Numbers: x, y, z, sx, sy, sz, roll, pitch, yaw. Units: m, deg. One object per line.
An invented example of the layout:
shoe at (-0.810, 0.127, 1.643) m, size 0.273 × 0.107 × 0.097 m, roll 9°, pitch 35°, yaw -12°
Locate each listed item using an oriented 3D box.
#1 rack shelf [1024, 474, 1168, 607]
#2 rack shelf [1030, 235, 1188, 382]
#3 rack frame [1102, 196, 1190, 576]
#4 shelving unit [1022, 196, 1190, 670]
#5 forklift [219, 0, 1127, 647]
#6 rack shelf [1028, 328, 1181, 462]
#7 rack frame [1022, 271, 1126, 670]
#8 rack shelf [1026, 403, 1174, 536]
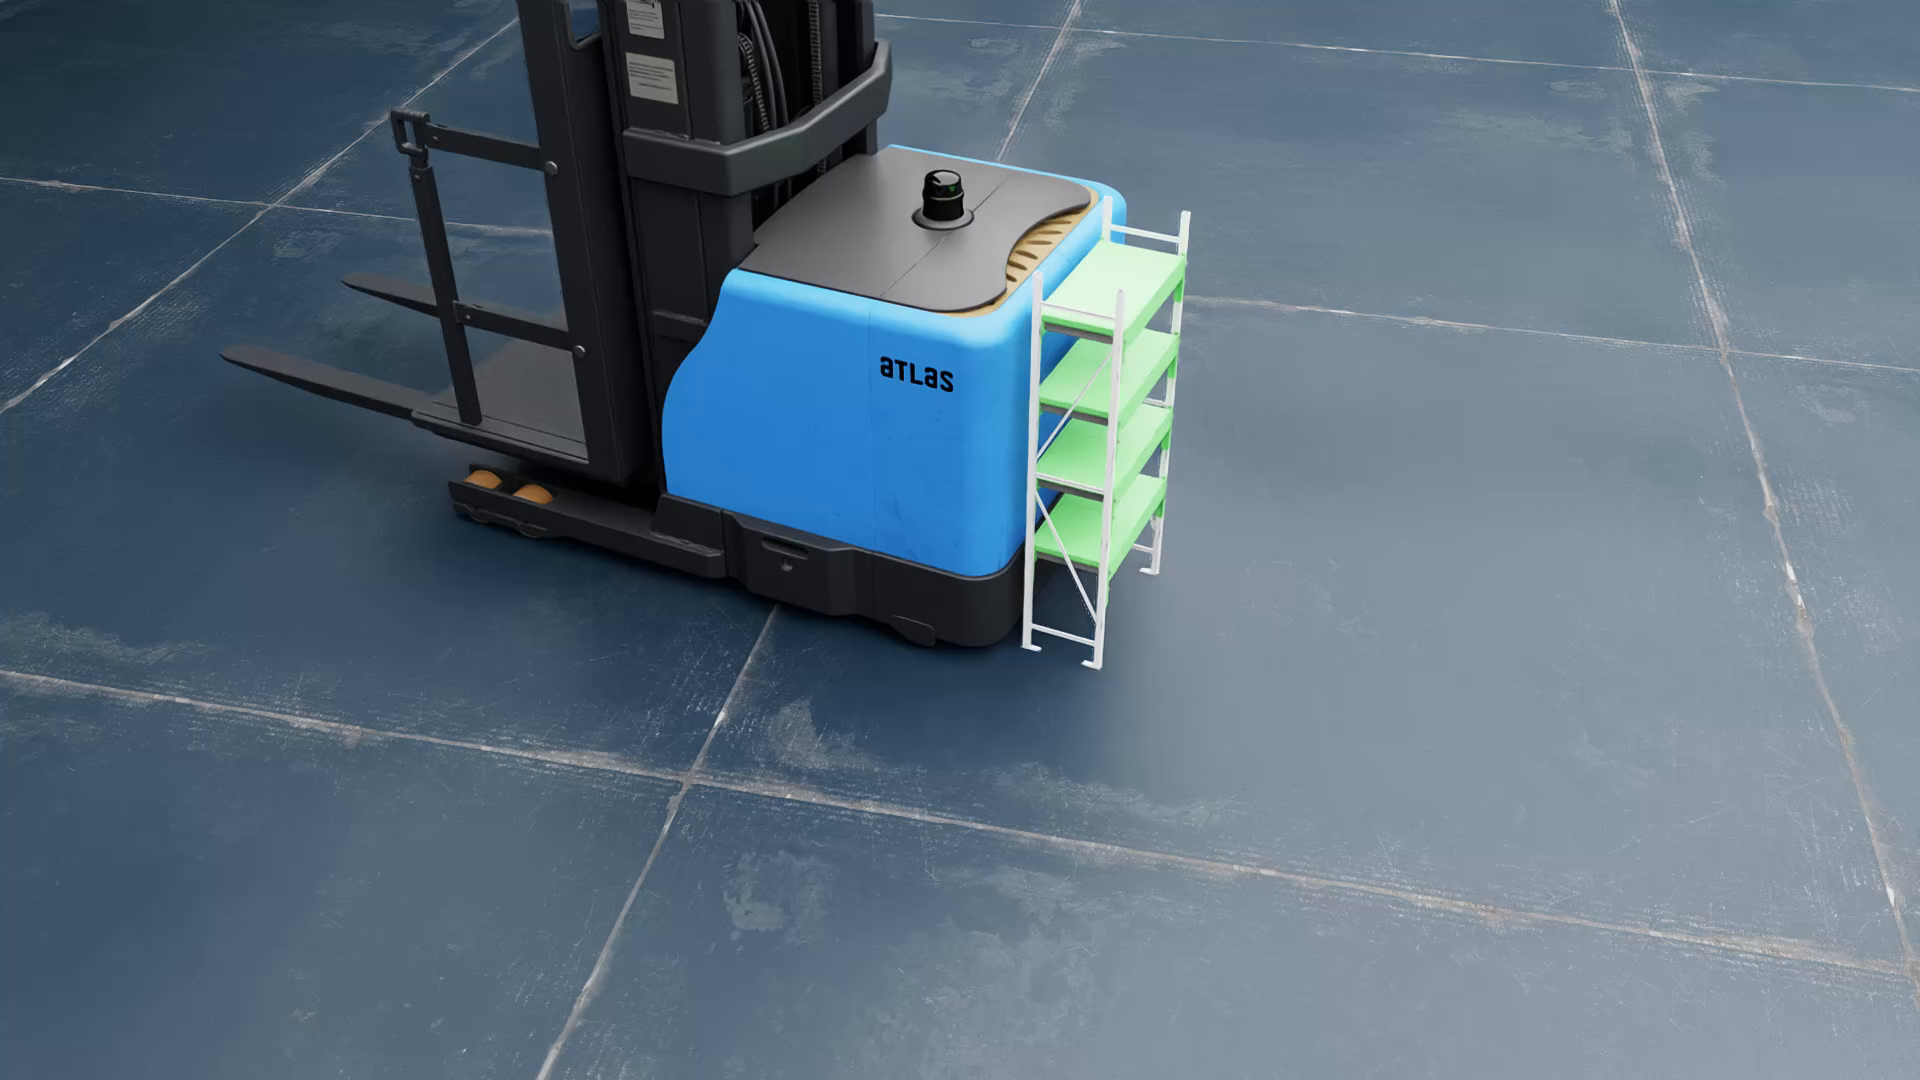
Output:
rack shelf at (0.395, -0.033, 4.790) m, size 0.258 × 0.148 × 0.480 m, roll 15°, pitch 39°, yaw 20°
rack shelf at (0.396, -0.615, 4.368) m, size 0.258 × 0.148 × 0.480 m, roll 15°, pitch 39°, yaw 20°
rack frame at (0.498, -0.408, 4.791) m, size 0.240 × 1.200 × 0.015 m, roll 15°, pitch 39°, yaw 20°
shelving unit at (0.396, -0.279, 4.612) m, size 0.258 × 1.200 × 0.503 m, roll 15°, pitch 39°, yaw 20°
forklift at (-1.059, -1.458, 4.764) m, size 3.031 × 2.935 × 1.130 m, roll 15°, pitch 39°, yaw 20°
rack shelf at (0.396, -0.421, 4.508) m, size 0.258 × 0.148 × 0.480 m, roll 15°, pitch 39°, yaw 20°
rack frame at (0.293, -0.149, 4.433) m, size 0.240 × 1.200 × 0.015 m, roll 15°, pitch 39°, yaw 20°
rack shelf at (0.396, -0.227, 4.649) m, size 0.258 × 0.148 × 0.480 m, roll 15°, pitch 39°, yaw 20°
